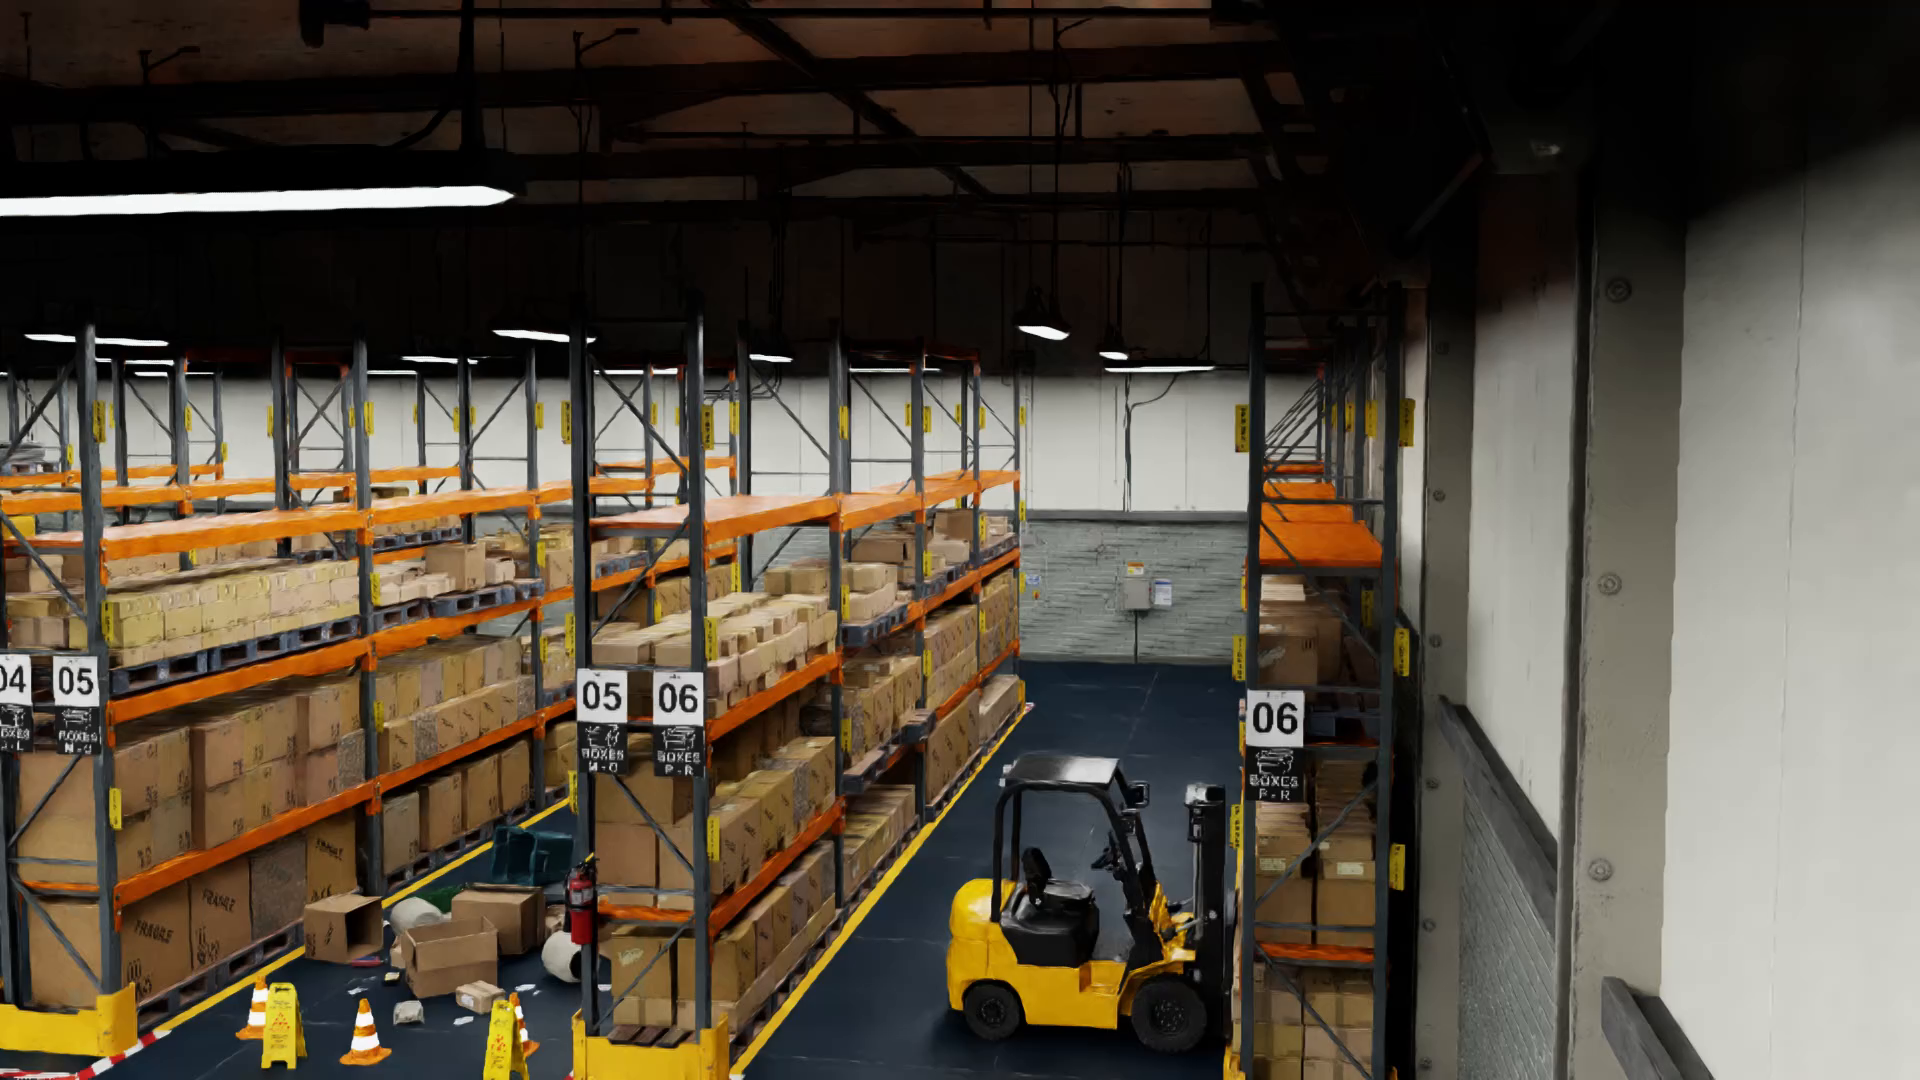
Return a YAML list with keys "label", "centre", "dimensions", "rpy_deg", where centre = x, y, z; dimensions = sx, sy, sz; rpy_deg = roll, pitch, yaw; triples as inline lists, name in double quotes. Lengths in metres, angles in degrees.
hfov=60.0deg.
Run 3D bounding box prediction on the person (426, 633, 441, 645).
- label: "person"
  centre: [-8.204, 2.237, 25.893]
  dimensions: [0.544, 1.667, 0.572]
  rpy_deg: [4, 6, 41]
